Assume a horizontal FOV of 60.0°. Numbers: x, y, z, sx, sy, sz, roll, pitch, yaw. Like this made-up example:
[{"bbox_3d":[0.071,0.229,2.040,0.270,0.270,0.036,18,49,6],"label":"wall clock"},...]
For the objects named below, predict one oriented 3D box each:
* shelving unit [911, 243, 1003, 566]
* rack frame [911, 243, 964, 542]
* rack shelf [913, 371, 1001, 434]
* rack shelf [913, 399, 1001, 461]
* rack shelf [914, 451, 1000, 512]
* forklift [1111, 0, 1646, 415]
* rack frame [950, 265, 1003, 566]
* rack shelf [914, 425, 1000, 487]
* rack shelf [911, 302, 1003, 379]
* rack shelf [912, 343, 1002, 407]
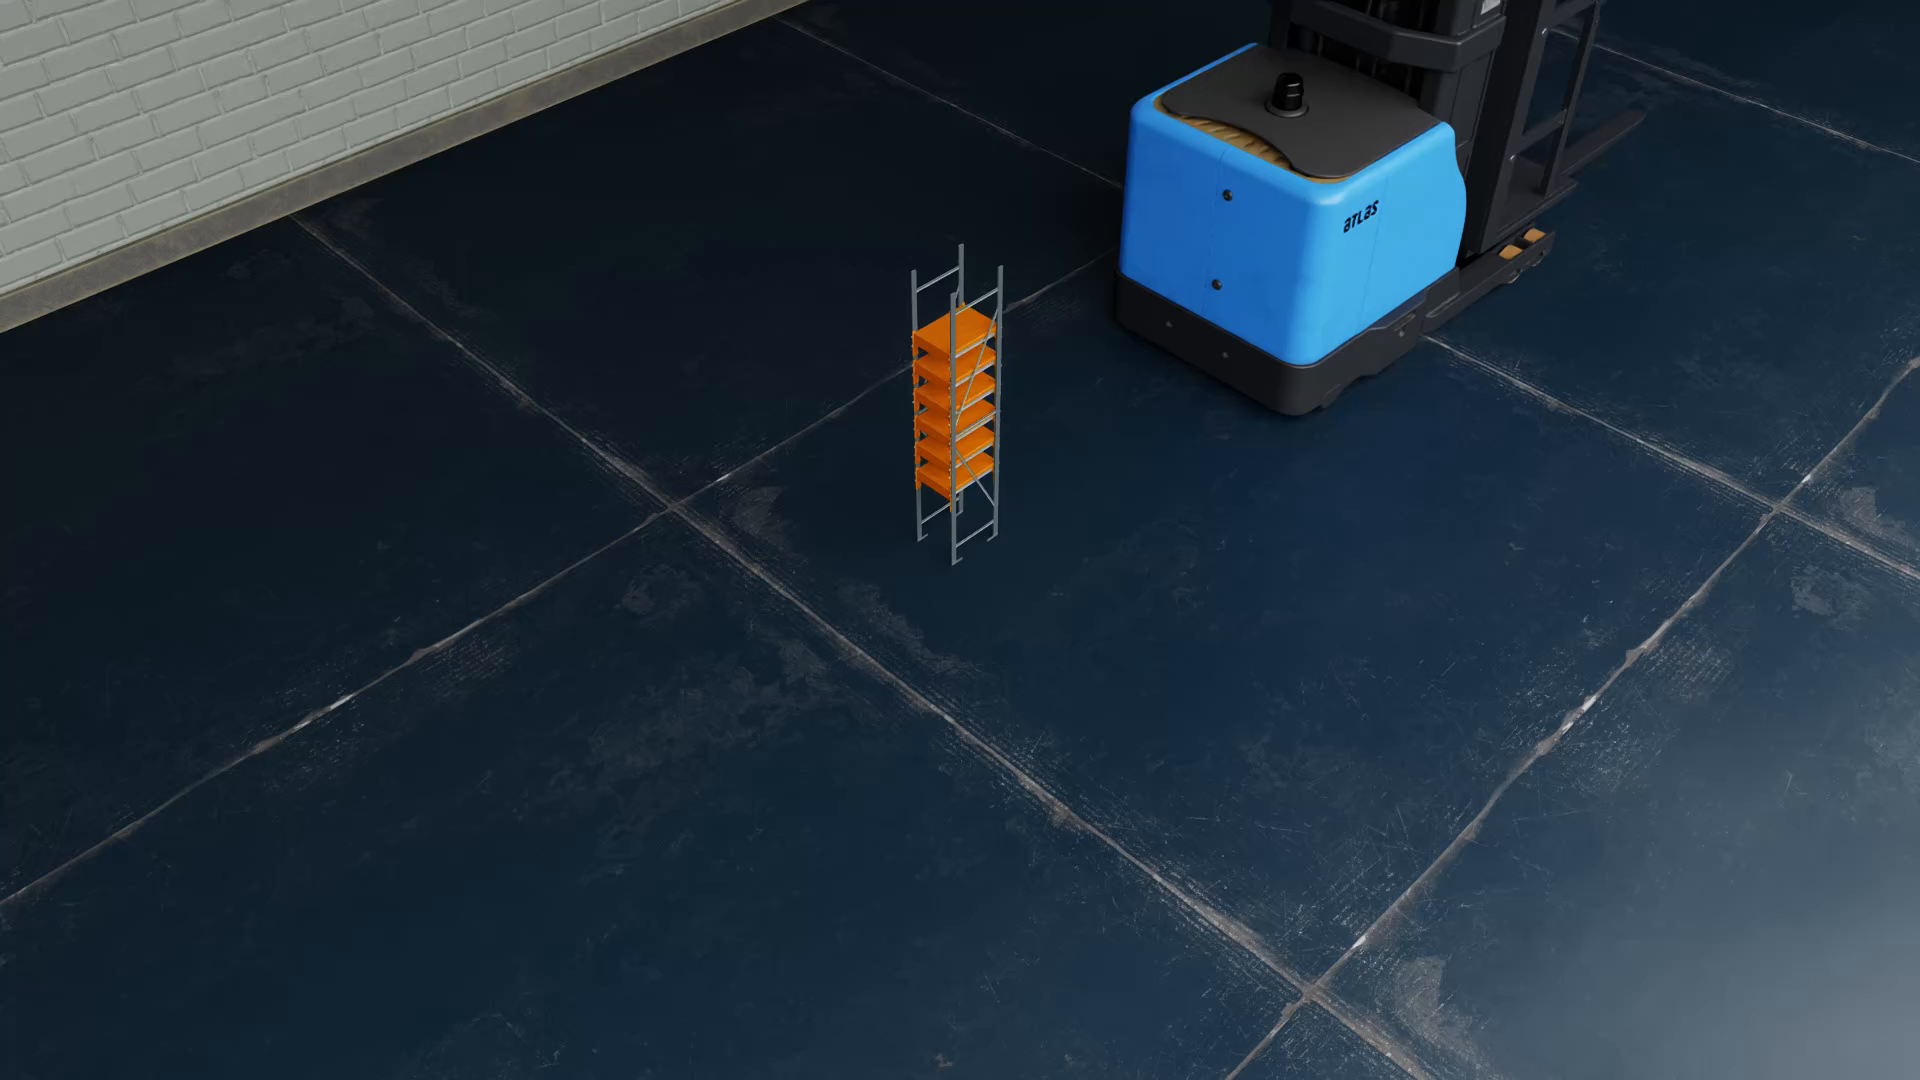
[{"bbox_3d":[-0.010,-0.448,5.850,0.258,1.200,0.189,-34,53,-31],"label":"shelving unit"},{"bbox_3d":[-0.075,-0.492,5.898,0.240,1.200,0.006,-34,53,-31],"label":"rack frame"},{"bbox_3d":[-0.010,-0.503,5.799,0.258,0.103,0.180,-34,53,-31],"label":"rack shelf"},{"bbox_3d":[-0.010,-0.415,5.880,0.258,0.103,0.180,-34,53,-31],"label":"rack shelf"},{"bbox_3d":[-0.010,-0.239,6.043,0.258,0.103,0.180,-34,53,-31],"label":"rack shelf"},{"bbox_3d":[2.064,-2.465,6.758,3.031,2.935,1.130,-33,52,-31],"label":"forklift"},{"bbox_3d":[0.054,-0.404,5.803,0.240,1.200,0.006,-34,53,-31],"label":"rack frame"},{"bbox_3d":[-0.010,-0.327,5.962,0.258,0.103,0.180,-34,53,-31],"label":"rack shelf"},{"bbox_3d":[-0.010,-0.679,5.636,0.258,0.103,0.180,-34,53,-31],"label":"rack shelf"},{"bbox_3d":[-0.010,-0.591,5.718,0.258,0.103,0.180,-34,53,-31],"label":"rack shelf"}]
